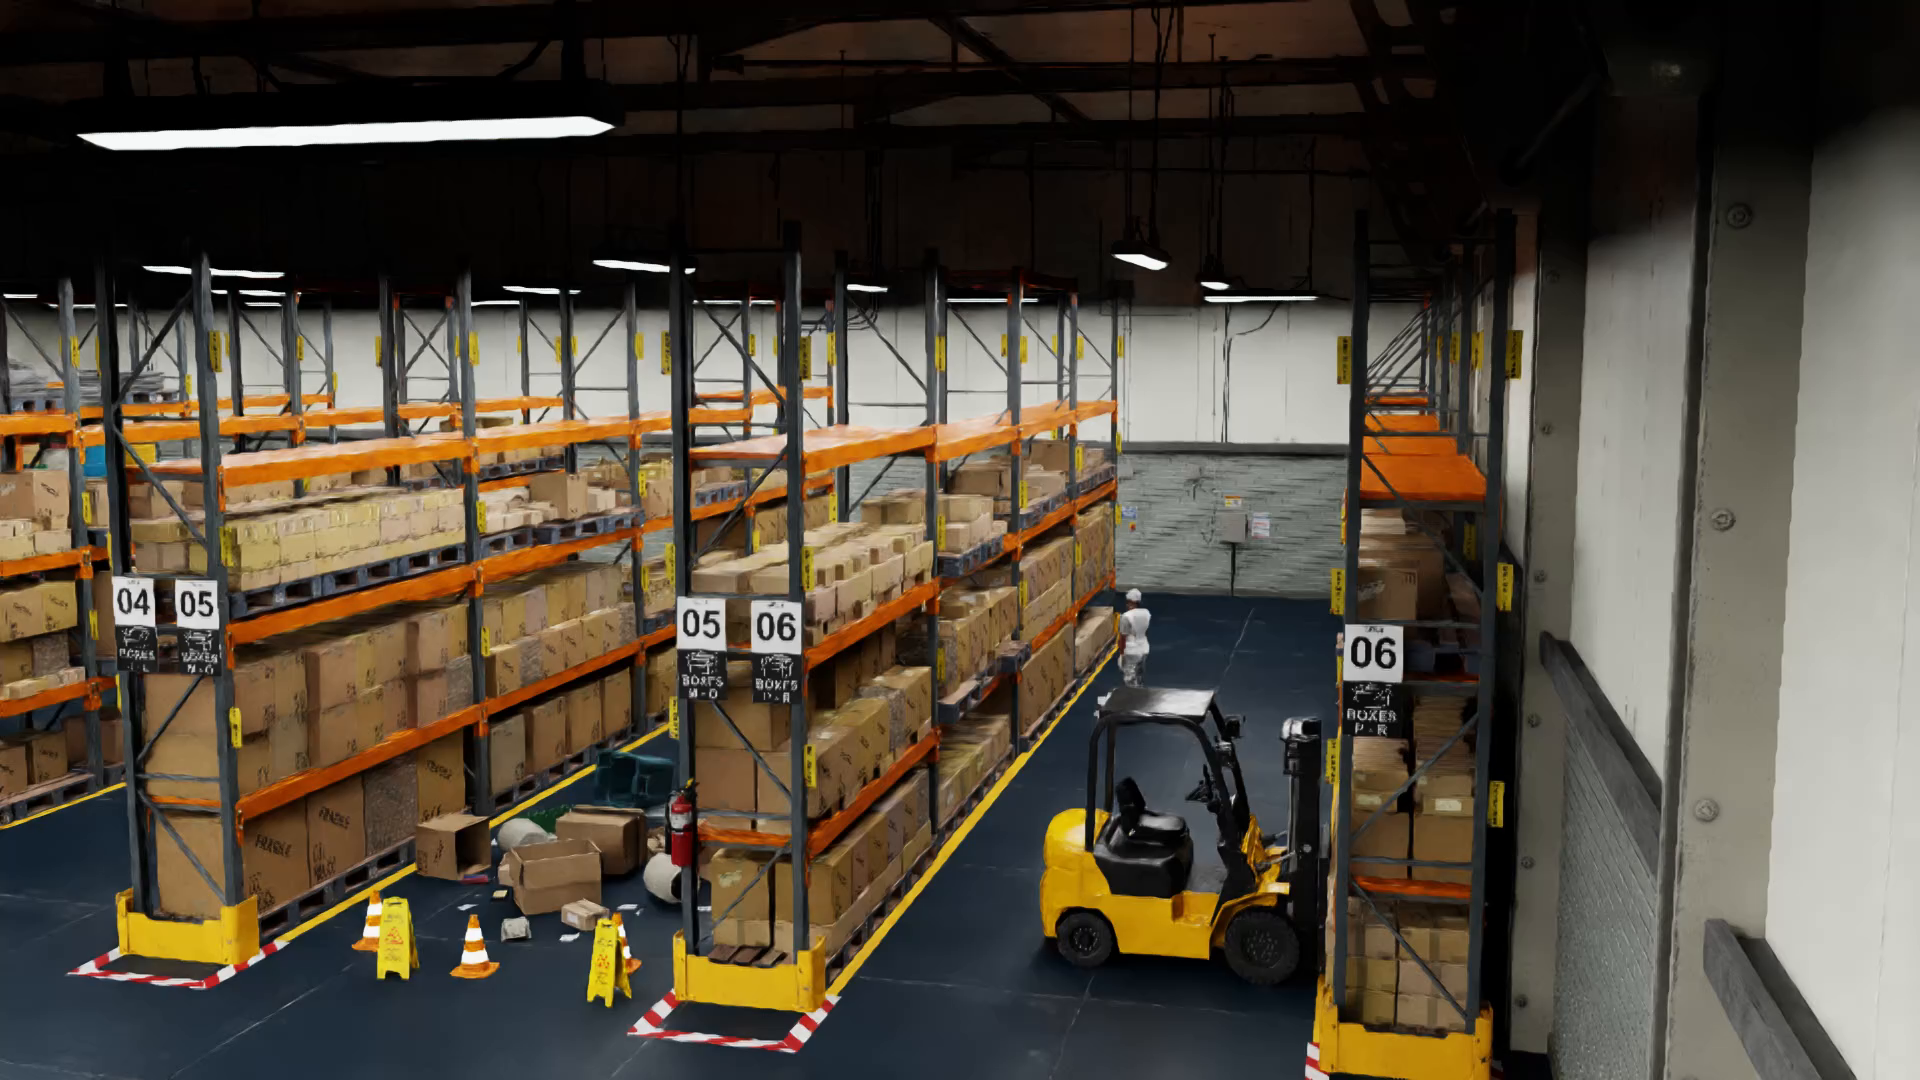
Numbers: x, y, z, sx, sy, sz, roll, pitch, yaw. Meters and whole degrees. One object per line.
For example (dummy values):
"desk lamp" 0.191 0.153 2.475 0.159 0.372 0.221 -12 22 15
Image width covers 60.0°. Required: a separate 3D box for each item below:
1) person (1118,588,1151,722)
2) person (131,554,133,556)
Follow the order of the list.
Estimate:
"person" 2.288 1.533 22.445 0.493 1.785 0.616 7 10 44
"person" -15.260 0.546 30.901 0.638 1.742 0.552 2 7 13
